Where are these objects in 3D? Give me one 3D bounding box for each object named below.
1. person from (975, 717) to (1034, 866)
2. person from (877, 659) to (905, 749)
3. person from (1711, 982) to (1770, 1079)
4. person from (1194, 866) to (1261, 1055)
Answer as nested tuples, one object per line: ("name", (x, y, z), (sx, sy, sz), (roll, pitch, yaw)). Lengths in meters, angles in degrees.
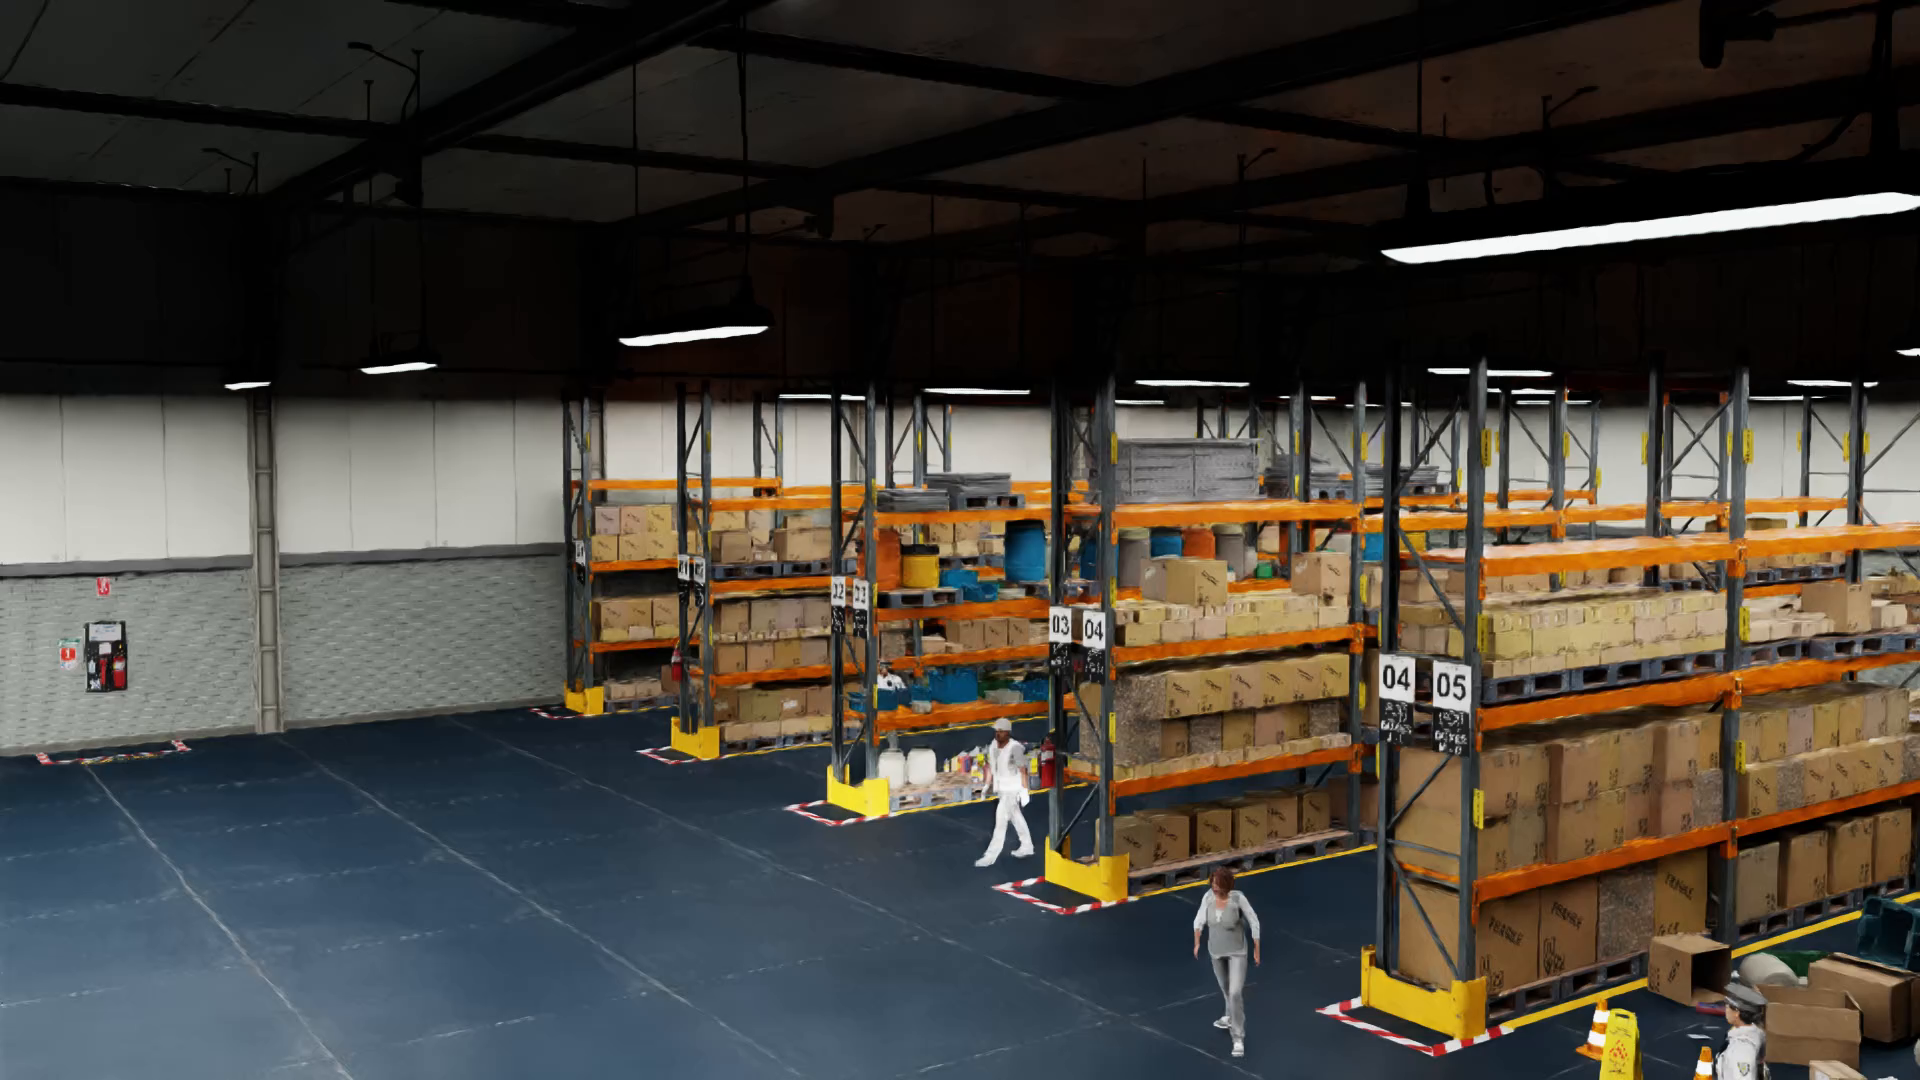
("person", (0.531, 2.988, 19.998), (0.930, 1.727, 0.562), (-2, 4, -33))
("person", (-1.102, 2.660, 26.313), (0.634, 1.610, 0.798), (3, 5, 37))
("person", (5.026, 3.655, 10.496), (0.517, 1.646, 0.571), (2, 4, 29))
("person", (2.290, 3.485, 14.061), (0.562, 1.527, 0.782), (3, 5, 38))
